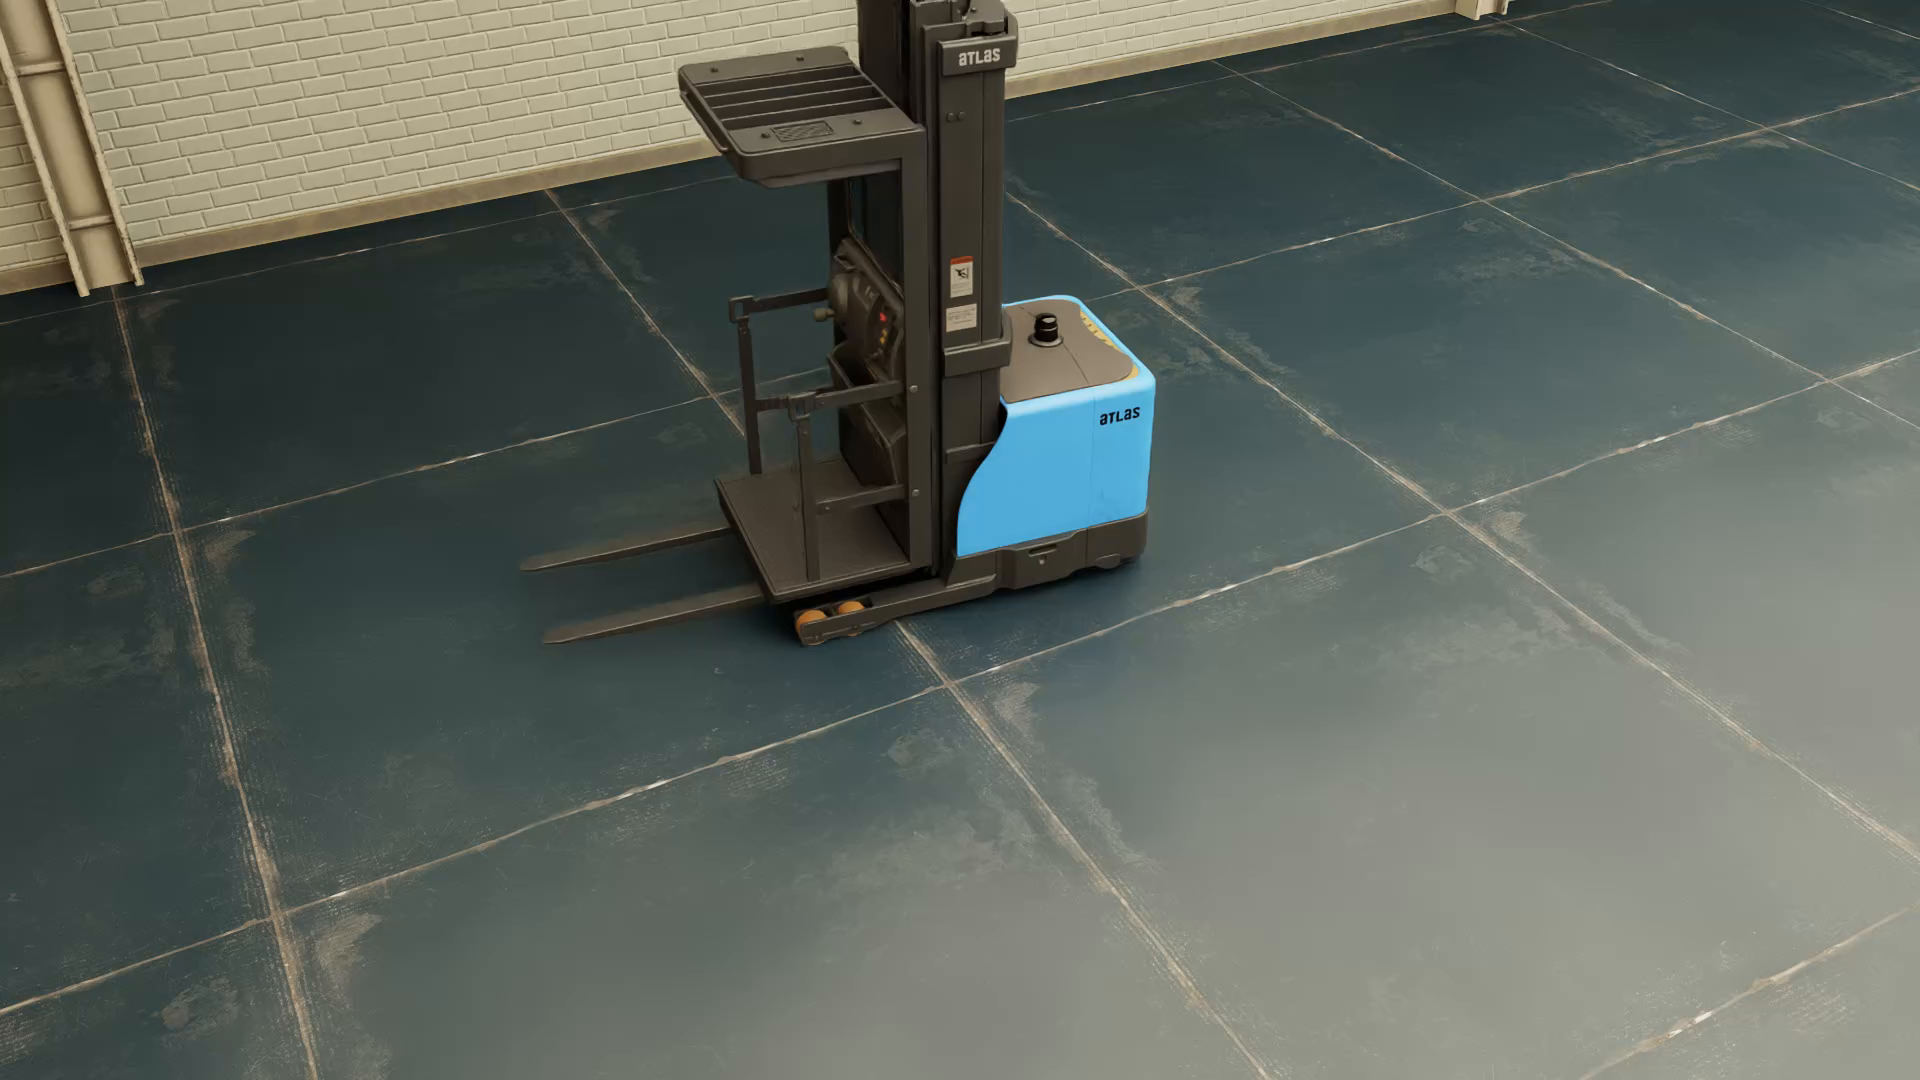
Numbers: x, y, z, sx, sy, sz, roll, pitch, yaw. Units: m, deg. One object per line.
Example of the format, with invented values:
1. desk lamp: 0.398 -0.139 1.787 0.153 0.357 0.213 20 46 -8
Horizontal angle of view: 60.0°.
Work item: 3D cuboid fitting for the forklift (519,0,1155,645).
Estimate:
1. forklift: -0.621 -1.040 7.594 3.031 2.935 1.130 -13 37 -17
